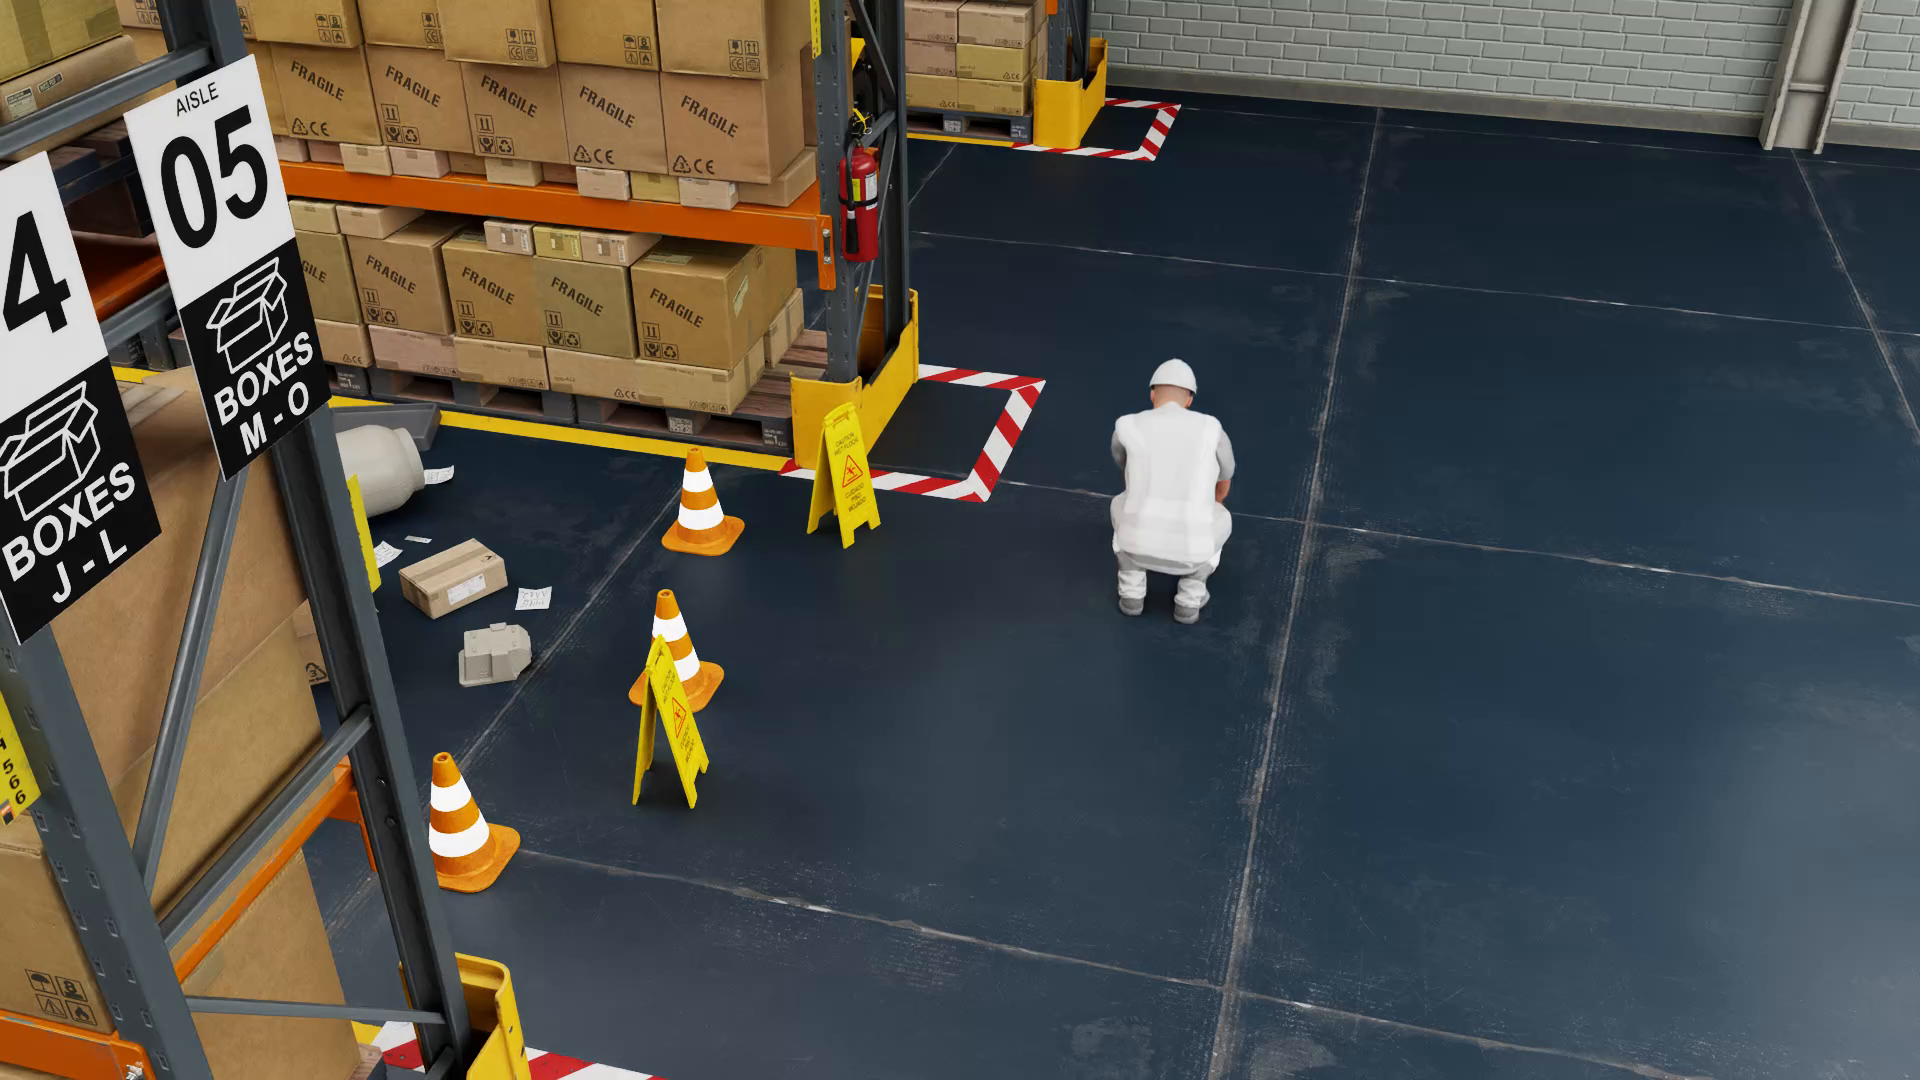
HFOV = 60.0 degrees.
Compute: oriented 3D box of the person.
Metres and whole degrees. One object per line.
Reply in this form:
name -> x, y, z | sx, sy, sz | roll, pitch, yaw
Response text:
person -> 0.910, -0.213, 7.198 | 0.553, 0.994, 0.878 | 8, 33, 12
